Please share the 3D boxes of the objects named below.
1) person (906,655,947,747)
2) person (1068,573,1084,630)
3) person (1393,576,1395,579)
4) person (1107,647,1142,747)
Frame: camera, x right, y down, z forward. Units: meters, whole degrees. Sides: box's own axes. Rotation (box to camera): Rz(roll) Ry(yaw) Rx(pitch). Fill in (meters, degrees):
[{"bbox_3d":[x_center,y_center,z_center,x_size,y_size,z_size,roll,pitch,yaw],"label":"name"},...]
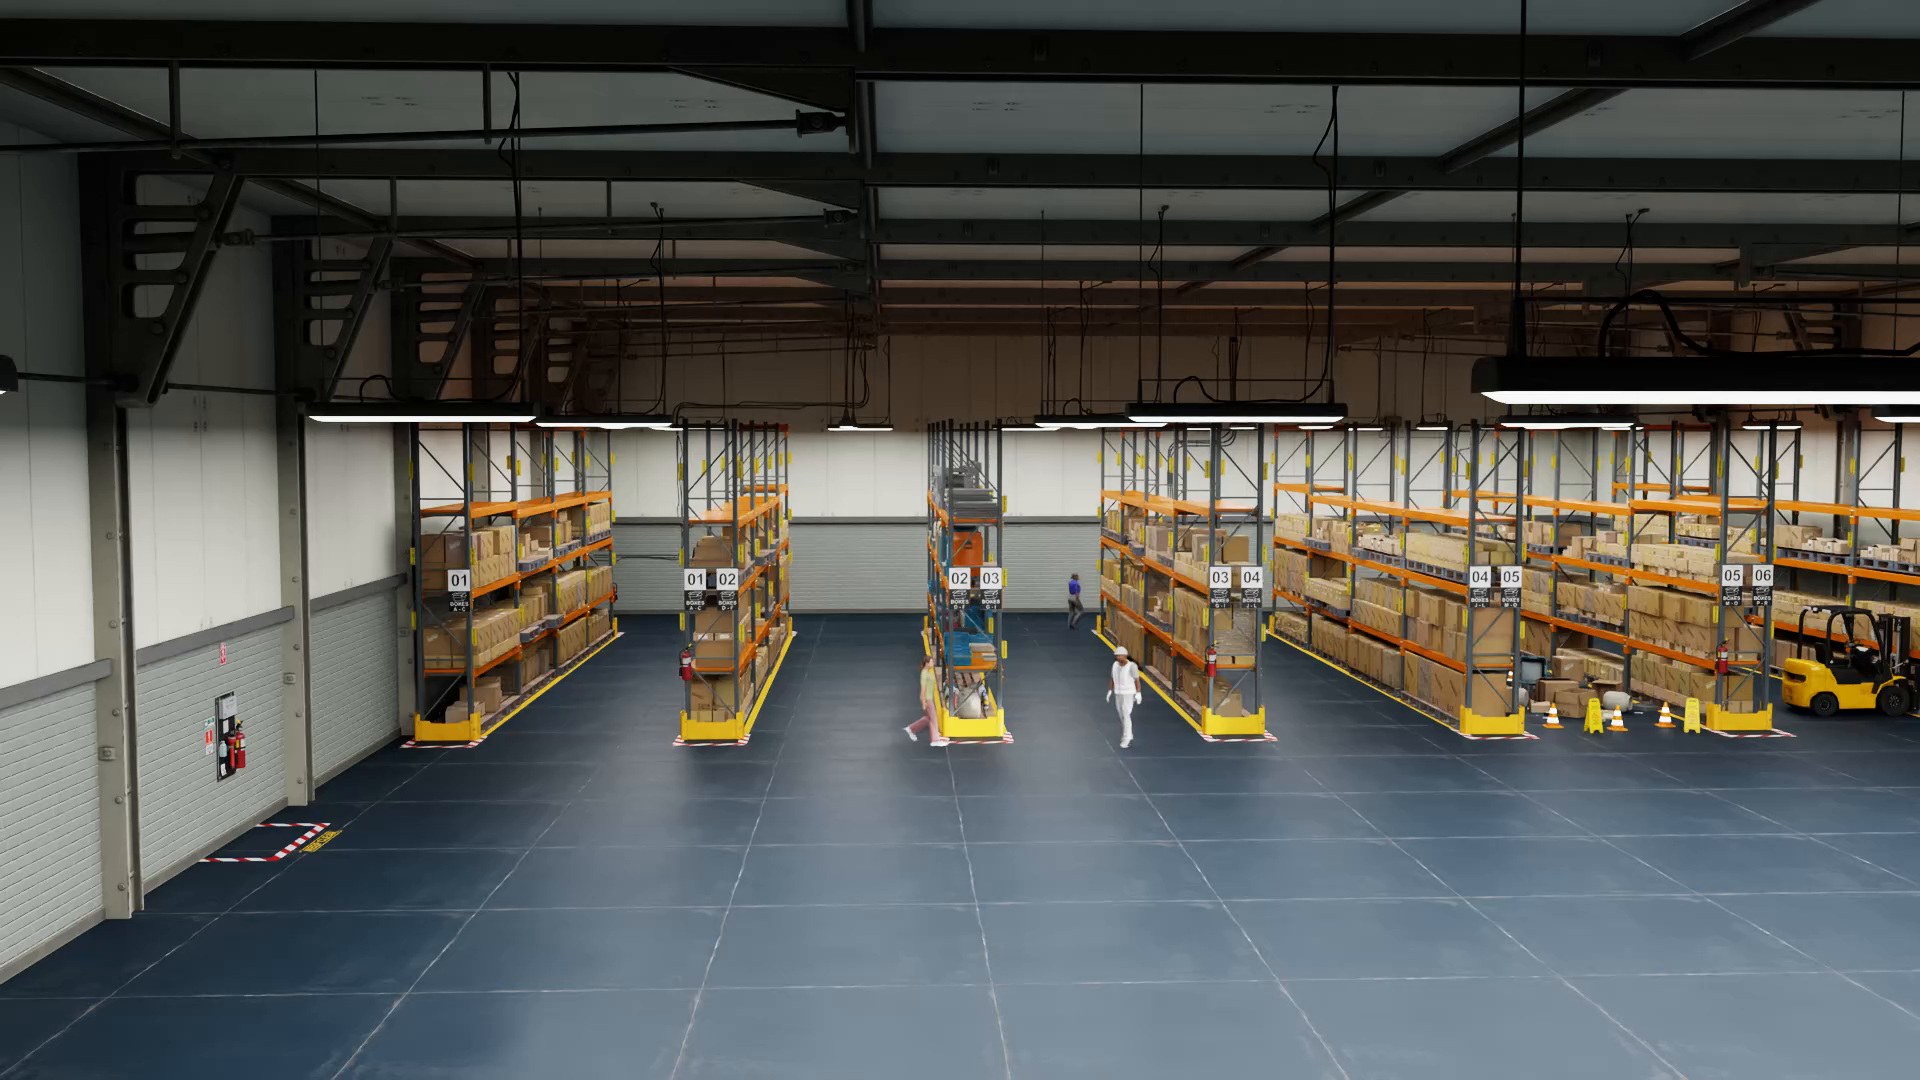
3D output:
[{"bbox_3d":[-0.620,2.934,30.475,0.788,1.652,0.475,0,4,6],"label":"person"},{"bbox_3d":[3.360,1.778,48.471,0.391,1.666,0.475,-2,4,-34],"label":"person"},{"bbox_3d":[12.395,1.832,47.816,1.007,1.599,0.431,2,4,22],"label":"person"},{"bbox_3d":[2.991,2.868,30.679,0.675,1.786,0.646,-3,5,-43],"label":"person"}]
